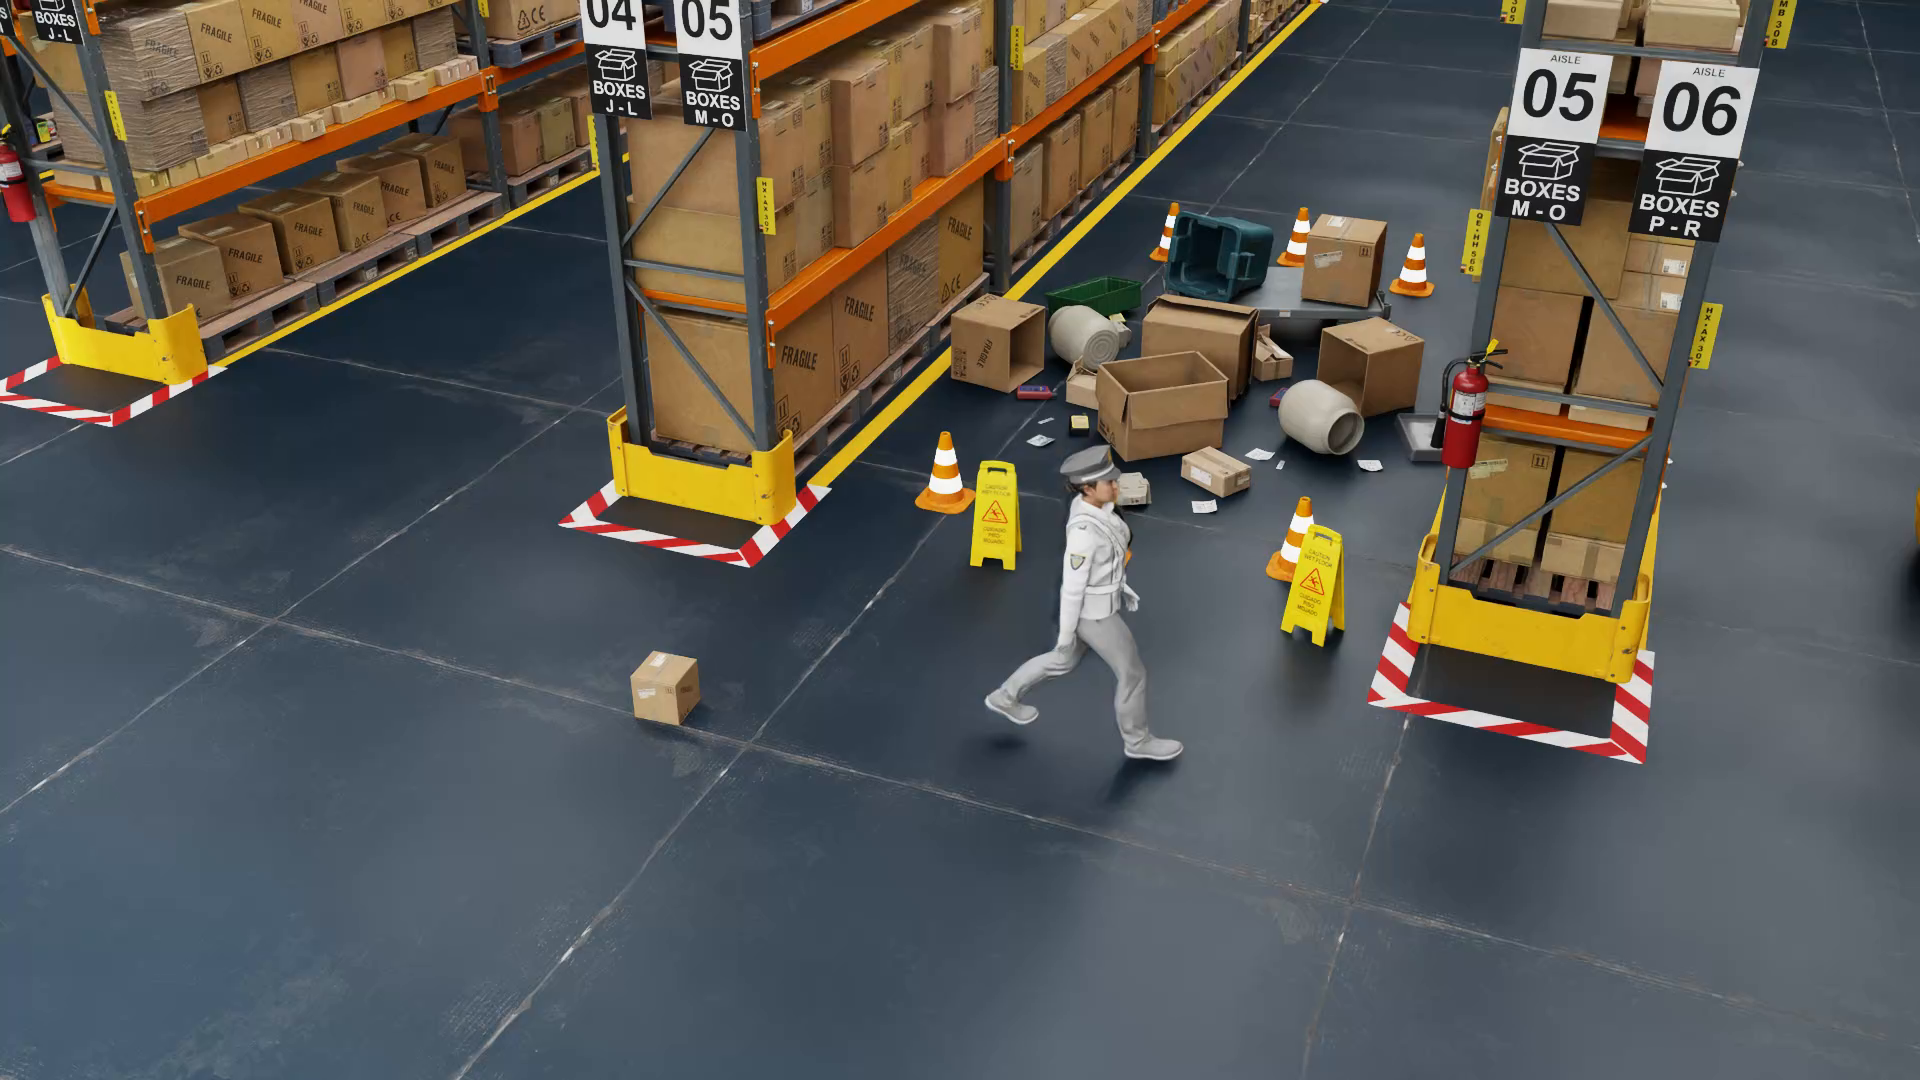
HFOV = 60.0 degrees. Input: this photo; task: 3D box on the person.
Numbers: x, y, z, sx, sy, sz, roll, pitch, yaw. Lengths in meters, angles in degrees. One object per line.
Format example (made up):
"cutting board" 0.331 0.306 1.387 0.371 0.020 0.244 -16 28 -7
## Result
"person" 0.607 0.286 7.847 0.987 1.640 0.480 3 30 5
